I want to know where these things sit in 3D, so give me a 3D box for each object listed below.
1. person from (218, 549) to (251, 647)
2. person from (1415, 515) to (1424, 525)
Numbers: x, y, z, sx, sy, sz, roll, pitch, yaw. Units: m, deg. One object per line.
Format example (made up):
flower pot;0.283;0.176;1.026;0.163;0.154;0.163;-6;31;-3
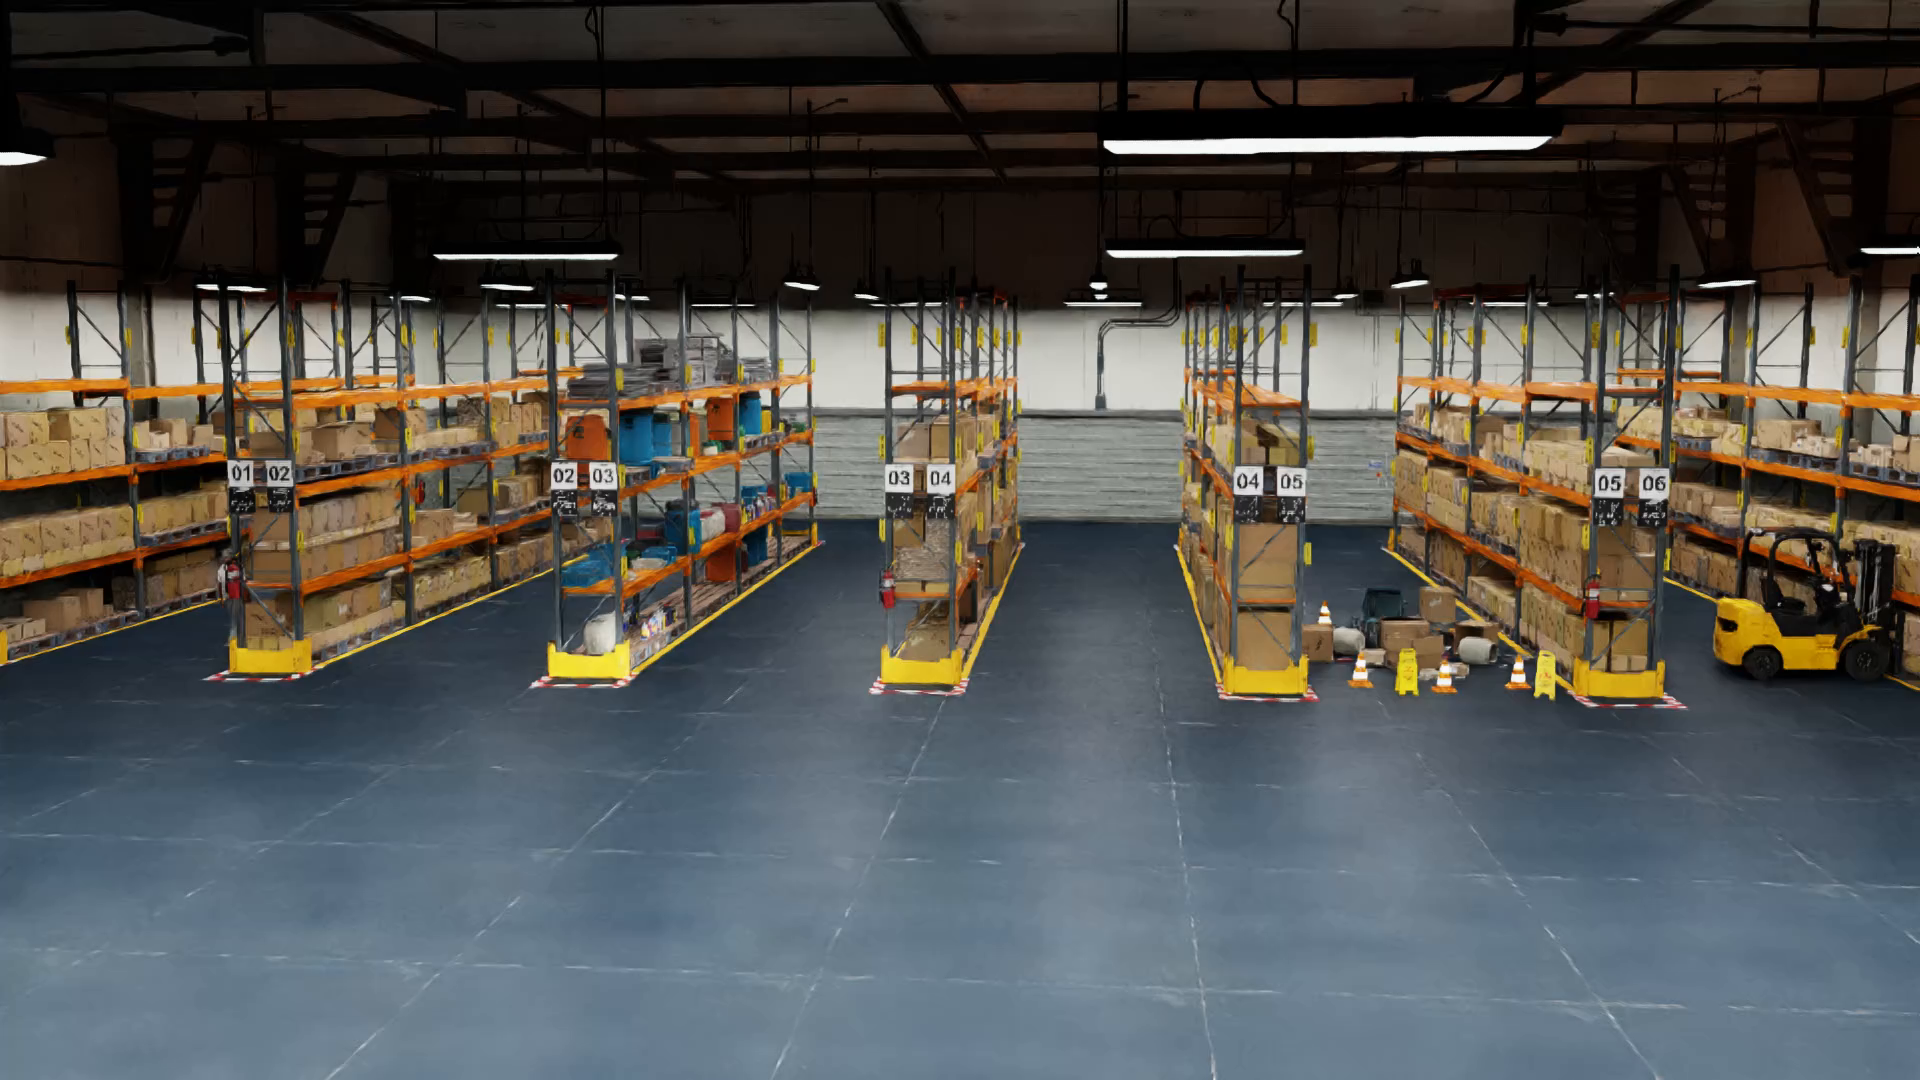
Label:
person;-11.855;0.911;27.105;0.456;1.589;1.088;1;7;7
person;11.823;-1.052;42.954;0.531;1.757;0.648;-4;8;-32
